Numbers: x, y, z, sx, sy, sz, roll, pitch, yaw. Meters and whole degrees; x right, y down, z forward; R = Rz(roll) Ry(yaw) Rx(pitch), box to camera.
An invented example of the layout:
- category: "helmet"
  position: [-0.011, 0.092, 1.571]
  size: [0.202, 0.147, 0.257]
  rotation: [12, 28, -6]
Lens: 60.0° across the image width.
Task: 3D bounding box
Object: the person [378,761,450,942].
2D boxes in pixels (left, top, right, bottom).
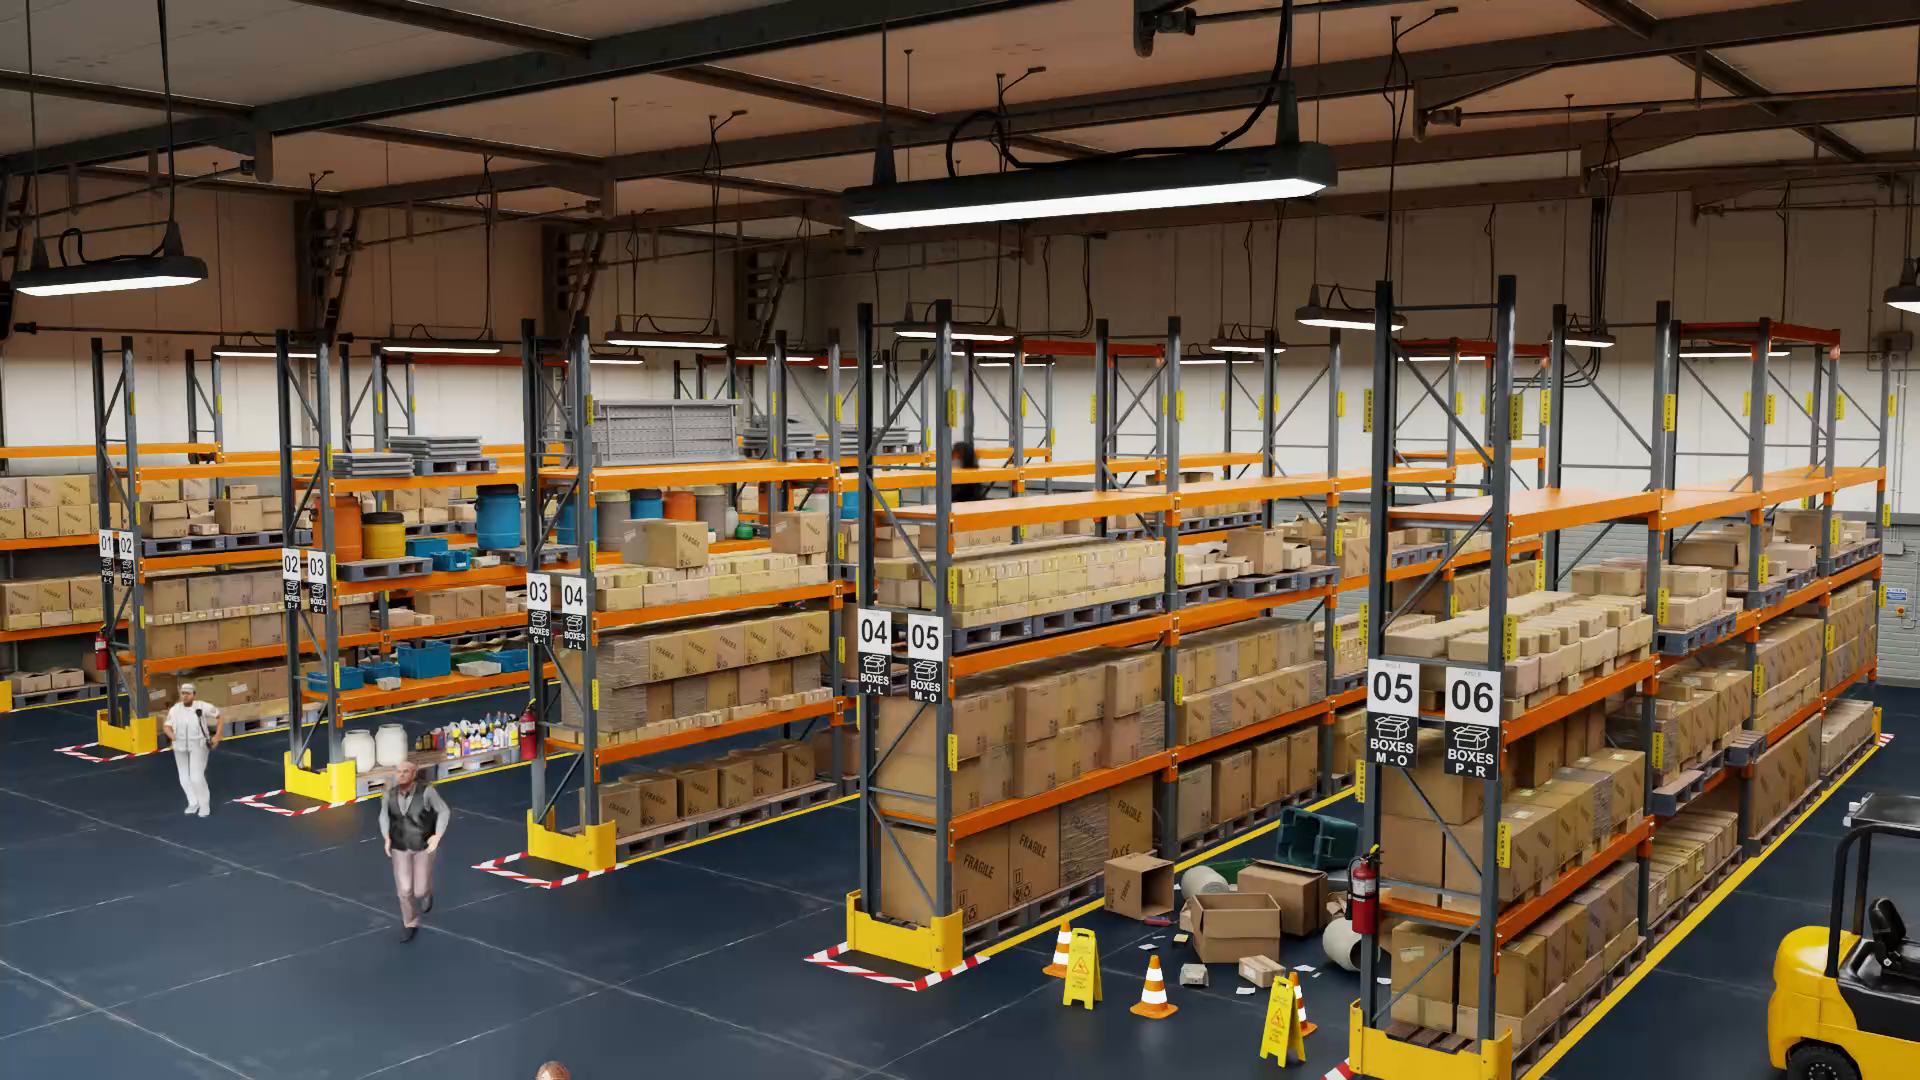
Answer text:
- category: "person"
  position: [-5.229, 2.943, 15.966]
  size: [0.668, 1.706, 0.651]
  rotation: [0, 5, -3]

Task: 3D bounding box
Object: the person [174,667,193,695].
- category: "person"
  position: [-12.419, 2.074, 26.719]
  size: [0.538, 1.557, 0.505]
  rotation: [3, 6, 29]

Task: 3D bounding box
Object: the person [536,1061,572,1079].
- category: "person"
  position: [-2.184, 3.603, 9.166]
  size: [0.554, 1.572, 0.610]
  rotation: [0, 5, -4]

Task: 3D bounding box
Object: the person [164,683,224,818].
- category: "person"
  position: [-9.395, 2.587, 20.356]
  size: [0.637, 1.694, 0.676]
  rotation: [-1, 5, -8]
